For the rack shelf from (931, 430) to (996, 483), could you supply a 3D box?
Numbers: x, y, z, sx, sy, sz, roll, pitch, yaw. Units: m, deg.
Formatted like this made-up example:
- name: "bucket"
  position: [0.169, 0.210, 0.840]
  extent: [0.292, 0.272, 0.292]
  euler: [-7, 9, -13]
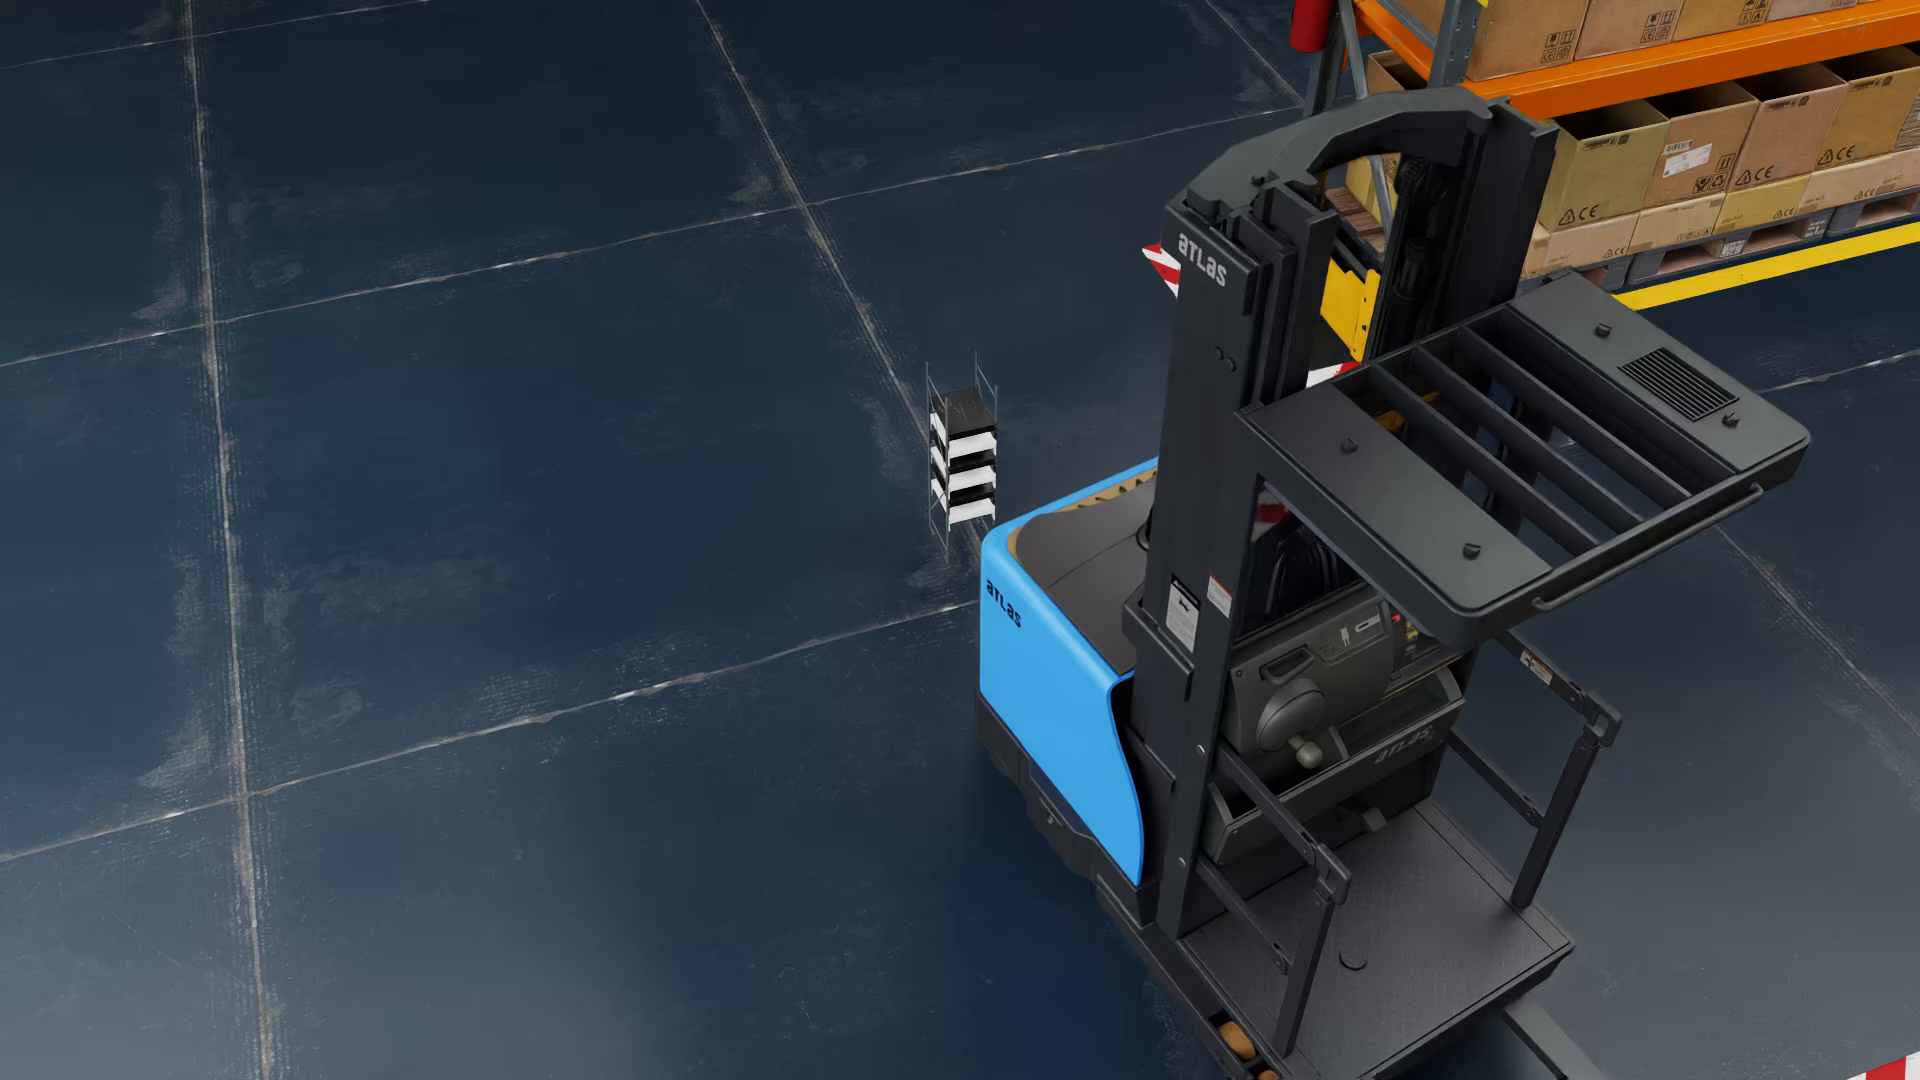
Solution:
- name: "rack shelf"
  position: [0.008, -0.360, 6.702]
  extent: [0.200, 0.077, 0.258]
  euler: [-14, 47, -14]

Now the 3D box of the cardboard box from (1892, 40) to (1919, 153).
- name: "cardboard box"
  position: [4.820, -2.338, 8.387]
  extent: [0.500, 0.500, 0.500]
  euler: [-14, 47, -14]

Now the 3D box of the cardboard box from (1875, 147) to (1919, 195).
- name: "cardboard box"
  position: [4.821, -2.072, 8.652]
  extent: [0.500, 0.250, 0.500]
  euler: [-14, 47, -14]

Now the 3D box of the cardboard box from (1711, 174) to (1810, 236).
- name: "cardboard box"
  position: [3.886, -1.822, 8.402]
  extent: [0.500, 0.250, 0.500]
  euler: [-14, 47, -14]

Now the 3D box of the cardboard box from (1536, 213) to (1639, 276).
- name: "cardboard box"
  position: [2.943, -1.585, 8.166]
  extent: [0.500, 0.250, 0.500]
  euler: [-14, 47, -14]

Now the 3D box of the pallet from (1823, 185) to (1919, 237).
- name: "pallet"
  position: [4.894, -2.118, 9.021]
  extent: [1.213, 0.211, 1.003]
  euler: [-14, 47, -14]

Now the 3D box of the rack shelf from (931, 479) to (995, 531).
- name: "rack shelf"
  position: [0.008, -0.169, 6.894]
  extent: [0.200, 0.077, 0.258]
  euler: [-14, 47, -14]

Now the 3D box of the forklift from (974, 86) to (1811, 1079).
- name: "forklift"
  position: [1.253, 0.413, 4.579]
  extent: [1.130, 2.935, 3.031]
  euler: [-23, 50, -22]

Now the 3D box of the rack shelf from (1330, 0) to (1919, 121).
- name: "rack shelf"
  position: [3.775, -2.531, 7.972]
  extent: [4.000, 0.370, 1.077]
  euler: [-14, 47, -14]

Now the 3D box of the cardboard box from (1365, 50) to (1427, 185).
- name: "cardboard box"
  position: [2.298, -2.073, 8.123]
  extent: [0.500, 0.500, 0.500]
  euler: [-14, 47, -14]

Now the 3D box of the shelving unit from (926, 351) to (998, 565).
- name: "shelving unit"
  position: [0.008, -0.320, 6.743]
  extent: [0.210, 0.900, 0.258]
  euler: [-14, 47, -14]

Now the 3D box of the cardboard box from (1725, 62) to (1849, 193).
- name: "cardboard box"
  position: [3.886, -2.086, 8.136]
  extent: [0.500, 0.500, 0.500]
  euler: [-14, 47, -14]

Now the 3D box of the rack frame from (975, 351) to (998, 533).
- name: "rack frame"
  position: [0.103, -0.344, 6.767]
  extent: [0.006, 0.900, 0.240]
  euler: [-14, 47, -14]

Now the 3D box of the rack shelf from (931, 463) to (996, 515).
- name: "rack shelf"
  position: [0.008, -0.233, 6.830]
  extent: [0.200, 0.077, 0.258]
  euler: [-14, 47, -14]

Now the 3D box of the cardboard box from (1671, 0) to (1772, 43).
- name: "cardboard box"
  position: [3.299, -2.688, 7.550]
  extent: [0.500, 0.500, 0.700]
  euler: [-14, 47, -14]

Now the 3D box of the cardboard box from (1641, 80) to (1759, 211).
- name: "cardboard box"
  position: [3.410, -1.977, 8.027]
  extent: [0.500, 0.500, 0.500]
  euler: [-14, 47, -14]

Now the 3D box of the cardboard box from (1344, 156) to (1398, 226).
- name: "cardboard box"
  position: [2.298, -1.807, 8.387]
  extent: [0.500, 0.250, 0.500]
  euler: [-14, 47, -14]

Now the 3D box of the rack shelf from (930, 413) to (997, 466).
- name: "rack shelf"
  position: [0.008, -0.423, 6.639]
  extent: [0.200, 0.077, 0.258]
  euler: [-14, 47, -14]

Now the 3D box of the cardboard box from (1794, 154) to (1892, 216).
- name: "cardboard box"
  position: [4.356, -1.942, 8.522]
  extent: [0.500, 0.250, 0.500]
  euler: [-14, 47, -14]

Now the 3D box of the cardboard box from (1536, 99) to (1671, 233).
- name: "cardboard box"
  position: [2.944, -1.848, 7.899]
  extent: [0.500, 0.500, 0.500]
  euler: [-14, 47, -14]

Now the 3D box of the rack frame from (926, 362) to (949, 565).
- name: "rack frame"
  position: [-0.088, -0.295, 6.718]
  extent: [0.006, 0.900, 0.240]
  euler: [-14, 47, -14]

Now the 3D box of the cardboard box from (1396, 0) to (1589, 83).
- name: "cardboard box"
  position: [2.338, -2.443, 7.305]
  extent: [0.500, 0.500, 0.700]
  euler: [-14, 47, -14]

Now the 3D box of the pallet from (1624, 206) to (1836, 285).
- name: "pallet"
  position: [3.745, -1.822, 8.726]
  extent: [1.213, 0.211, 1.003]
  euler: [-14, 47, -14]

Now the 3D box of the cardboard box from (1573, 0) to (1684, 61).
- name: "cardboard box"
  position: [2.830, -2.572, 7.434]
  extent: [0.500, 0.500, 0.700]
  euler: [-13, 47, -13]

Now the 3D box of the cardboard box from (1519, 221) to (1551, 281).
- name: "cardboard box"
  position: [2.474, -1.462, 8.043]
  extent: [0.500, 0.250, 0.500]
  euler: [-14, 47, -14]

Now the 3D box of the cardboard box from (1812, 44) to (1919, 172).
- name: "cardboard box"
  position: [4.351, -2.215, 8.265]
  extent: [0.500, 0.500, 0.500]
  euler: [-14, 47, -14]

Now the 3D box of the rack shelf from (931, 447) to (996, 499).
- name: "rack shelf"
  position: [0.008, -0.296, 6.766]
  extent: [0.200, 0.077, 0.258]
  euler: [-14, 47, -14]

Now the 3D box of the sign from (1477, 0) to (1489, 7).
- name: "sign"
  position: [2.077, -2.266, 6.533]
  extent: [0.005, 0.325, 0.100]
  euler: [-14, 47, -14]

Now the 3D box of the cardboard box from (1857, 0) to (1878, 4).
- name: "cardboard box"
  position: [4.274, -2.941, 7.802]
  extent: [0.500, 0.500, 0.700]
  euler: [-14, 47, -13]

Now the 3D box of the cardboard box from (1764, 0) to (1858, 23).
- name: "cardboard box"
  position: [3.793, -2.817, 7.678]
  extent: [0.500, 0.500, 0.700]
  euler: [-13, 47, -13]

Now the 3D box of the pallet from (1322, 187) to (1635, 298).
- name: "pallet"
  position: [2.599, -1.531, 8.436]
  extent: [1.213, 0.211, 1.003]
  euler: [-14, 47, -14]

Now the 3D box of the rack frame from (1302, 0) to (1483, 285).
- name: "rack frame"
  position: [1.894, -2.304, 7.237]
  extent: [0.127, 3.000, 1.000]
  euler: [-14, 47, -14]

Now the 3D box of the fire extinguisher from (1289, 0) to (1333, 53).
- name: "fire extinguisher"
  position: [1.625, -2.557, 7.545]
  extent: [0.183, 0.674, 0.296]
  euler: [-14, 47, -14]

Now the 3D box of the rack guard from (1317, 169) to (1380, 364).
- name: "rack guard"
  position: [1.872, -1.415, 8.117]
  extent: [0.348, 0.500, 1.175]
  euler: [-14, 47, -14]

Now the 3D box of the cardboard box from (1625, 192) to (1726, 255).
- name: "cardboard box"
  position: [3.414, -1.705, 8.285]
  extent: [0.500, 0.250, 0.500]
  euler: [-14, 47, -14]

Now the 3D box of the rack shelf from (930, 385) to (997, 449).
- name: "rack shelf"
  position: [0.008, -0.487, 6.575]
  extent: [0.200, 0.077, 0.258]
  euler: [-14, 47, -14]
